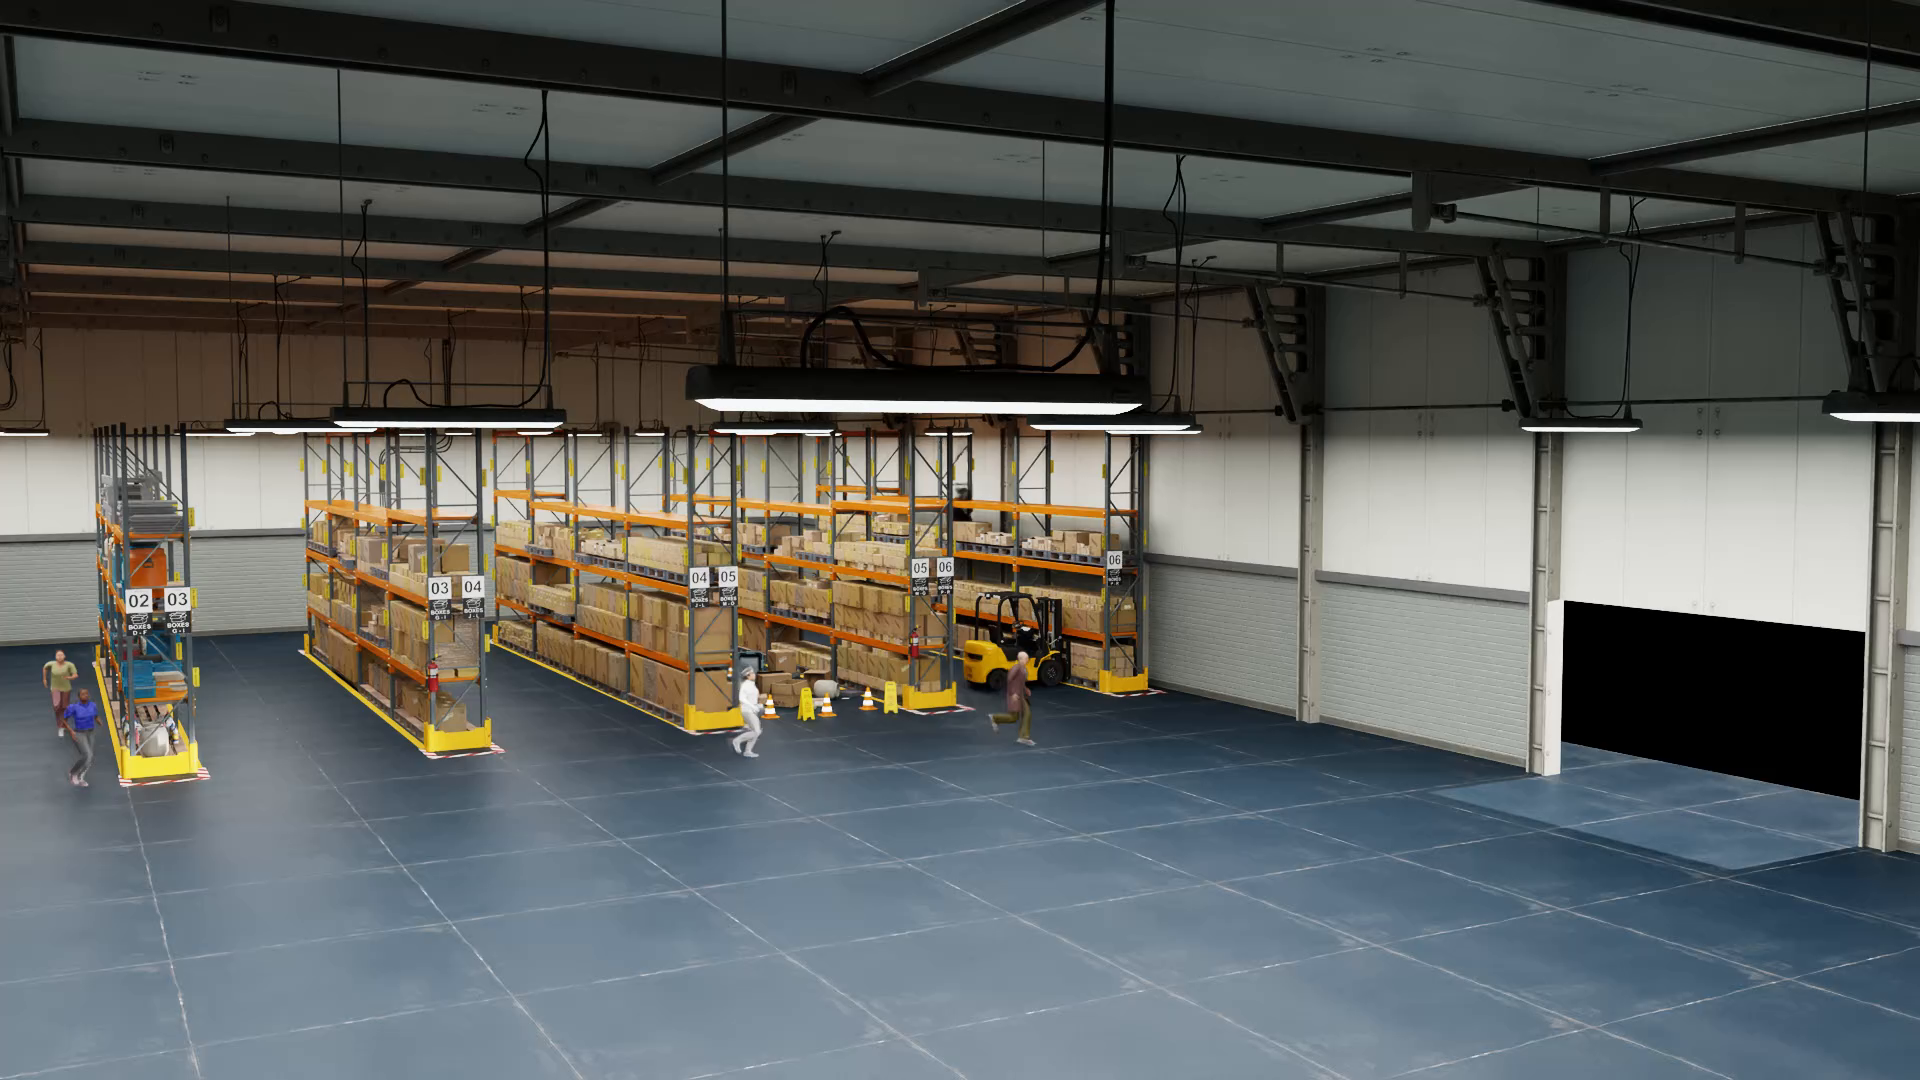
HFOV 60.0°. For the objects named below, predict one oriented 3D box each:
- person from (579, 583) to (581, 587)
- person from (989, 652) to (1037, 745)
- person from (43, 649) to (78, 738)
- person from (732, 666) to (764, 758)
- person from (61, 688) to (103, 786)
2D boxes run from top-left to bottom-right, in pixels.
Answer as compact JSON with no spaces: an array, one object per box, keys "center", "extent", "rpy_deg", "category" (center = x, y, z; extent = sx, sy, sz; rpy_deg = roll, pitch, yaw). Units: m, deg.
[{"center":[-10.675,2.063,46.651],"extent":[0.661,1.743,1.039],"rpy_deg":[-2,4,-31],"category":"person"},{"center":[1.015,2.977,31.337],"extent":[0.938,1.759,0.718],"rpy_deg":[2,4,25],"category":"person"},{"center":[-17.420,2.945,32.226],"extent":[0.599,1.692,0.818],"rpy_deg":[-2,4,-26],"category":"person"},{"center":[-3.813,3.084,29.906],"extent":[0.543,1.652,0.601],"rpy_deg":[0,3,2],"category":"person"},{"center":[-14.402,3.246,27.411],"extent":[0.584,1.621,0.559],"rpy_deg":[2,4,29],"category":"person"}]
